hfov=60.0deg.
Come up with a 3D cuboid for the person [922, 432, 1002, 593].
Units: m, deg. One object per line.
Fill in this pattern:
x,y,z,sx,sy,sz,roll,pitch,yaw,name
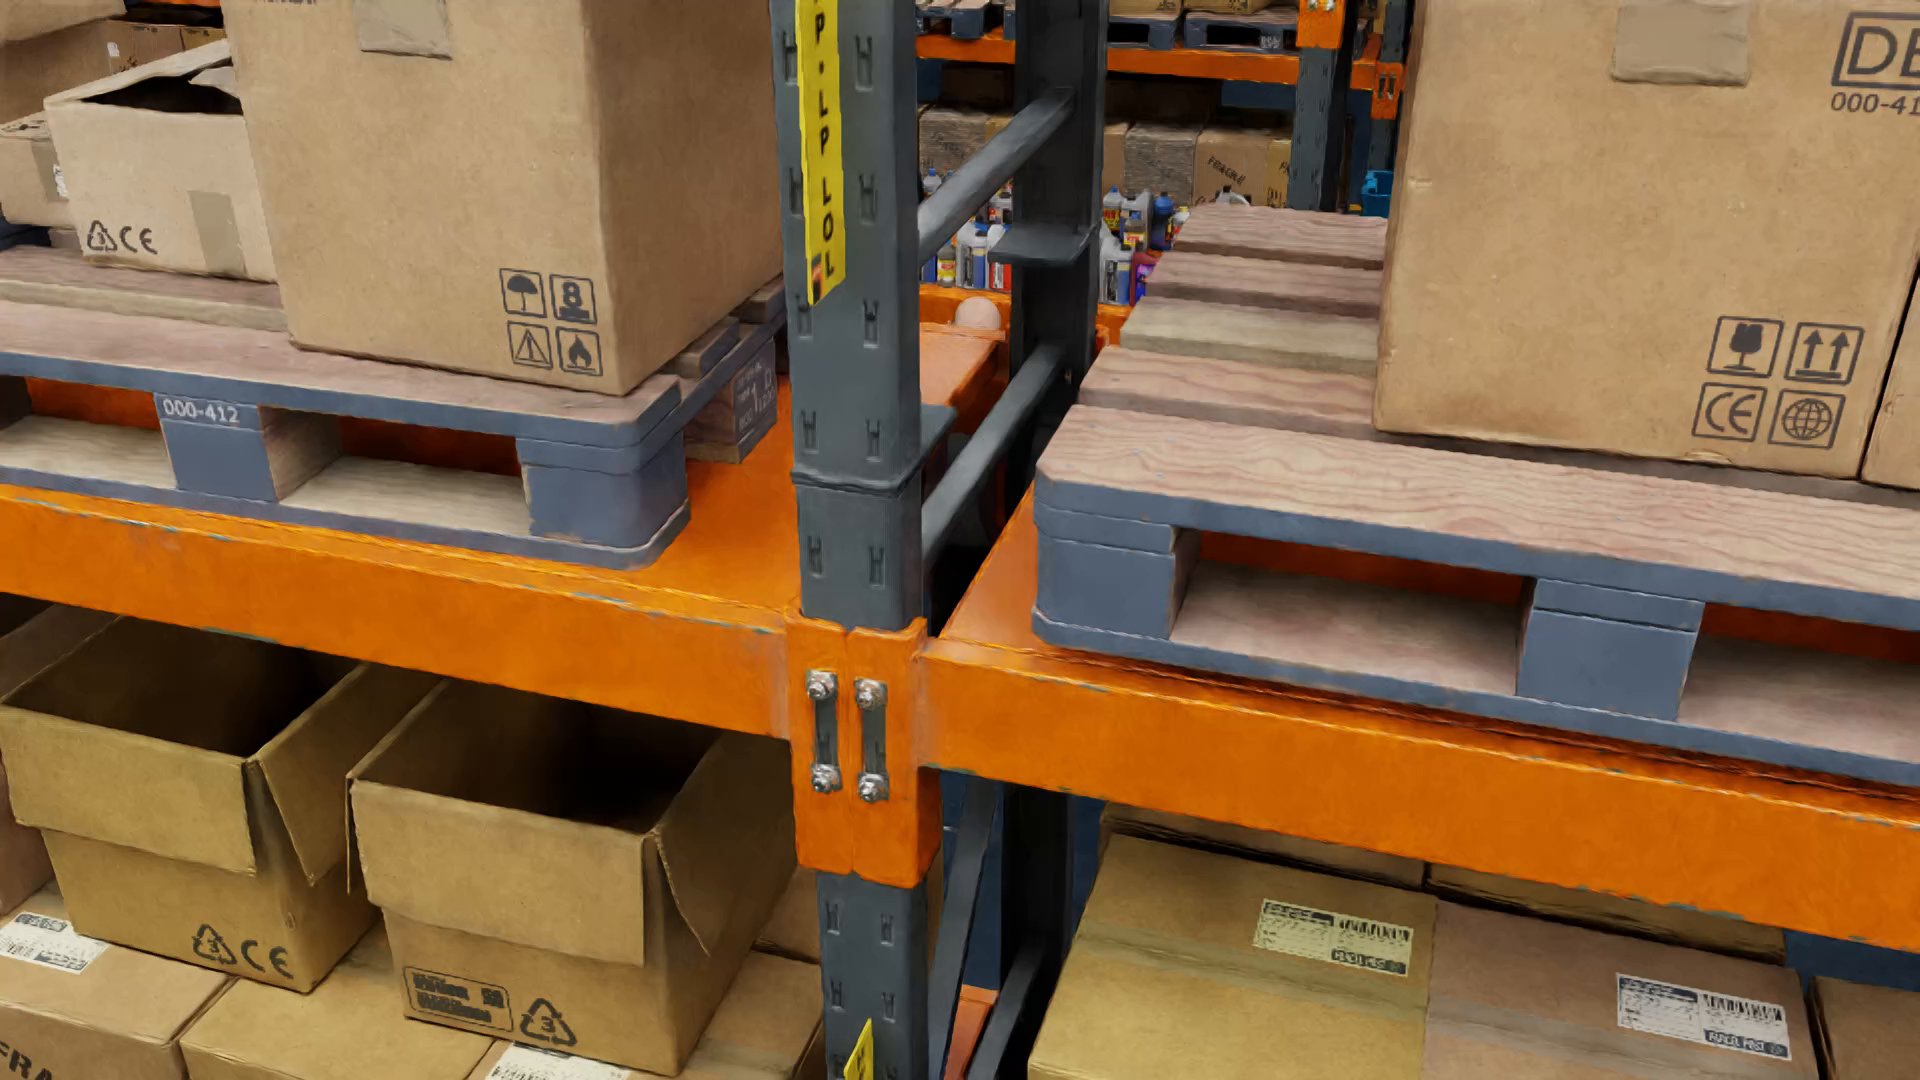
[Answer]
0.082,-0.237,6.051,0.677,0.910,0.341,10,30,18,person
